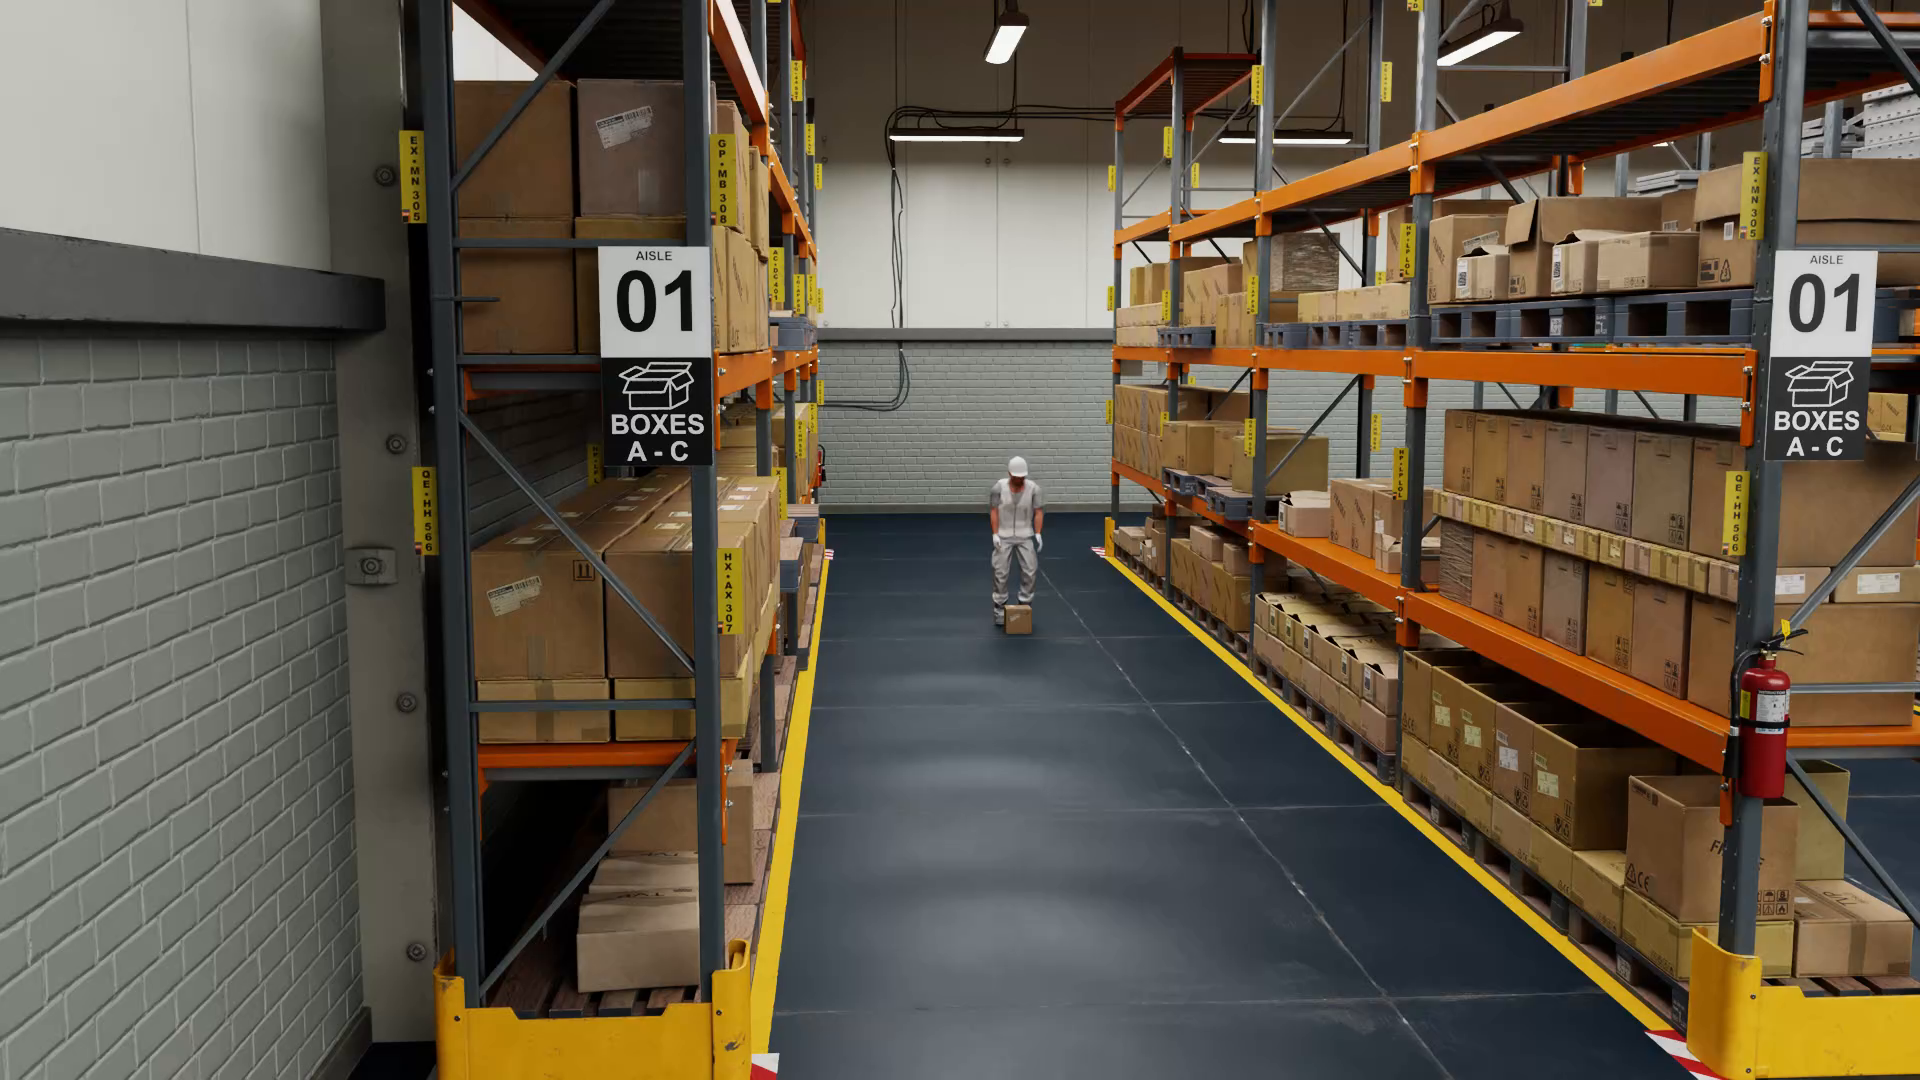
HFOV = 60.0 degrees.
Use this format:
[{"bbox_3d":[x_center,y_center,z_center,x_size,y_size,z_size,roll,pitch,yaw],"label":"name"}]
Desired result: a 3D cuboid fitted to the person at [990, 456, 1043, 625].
[{"bbox_3d":[0.576,0.006,16.873,0.547,1.724,0.477,0,7,-2],"label":"person"}]
